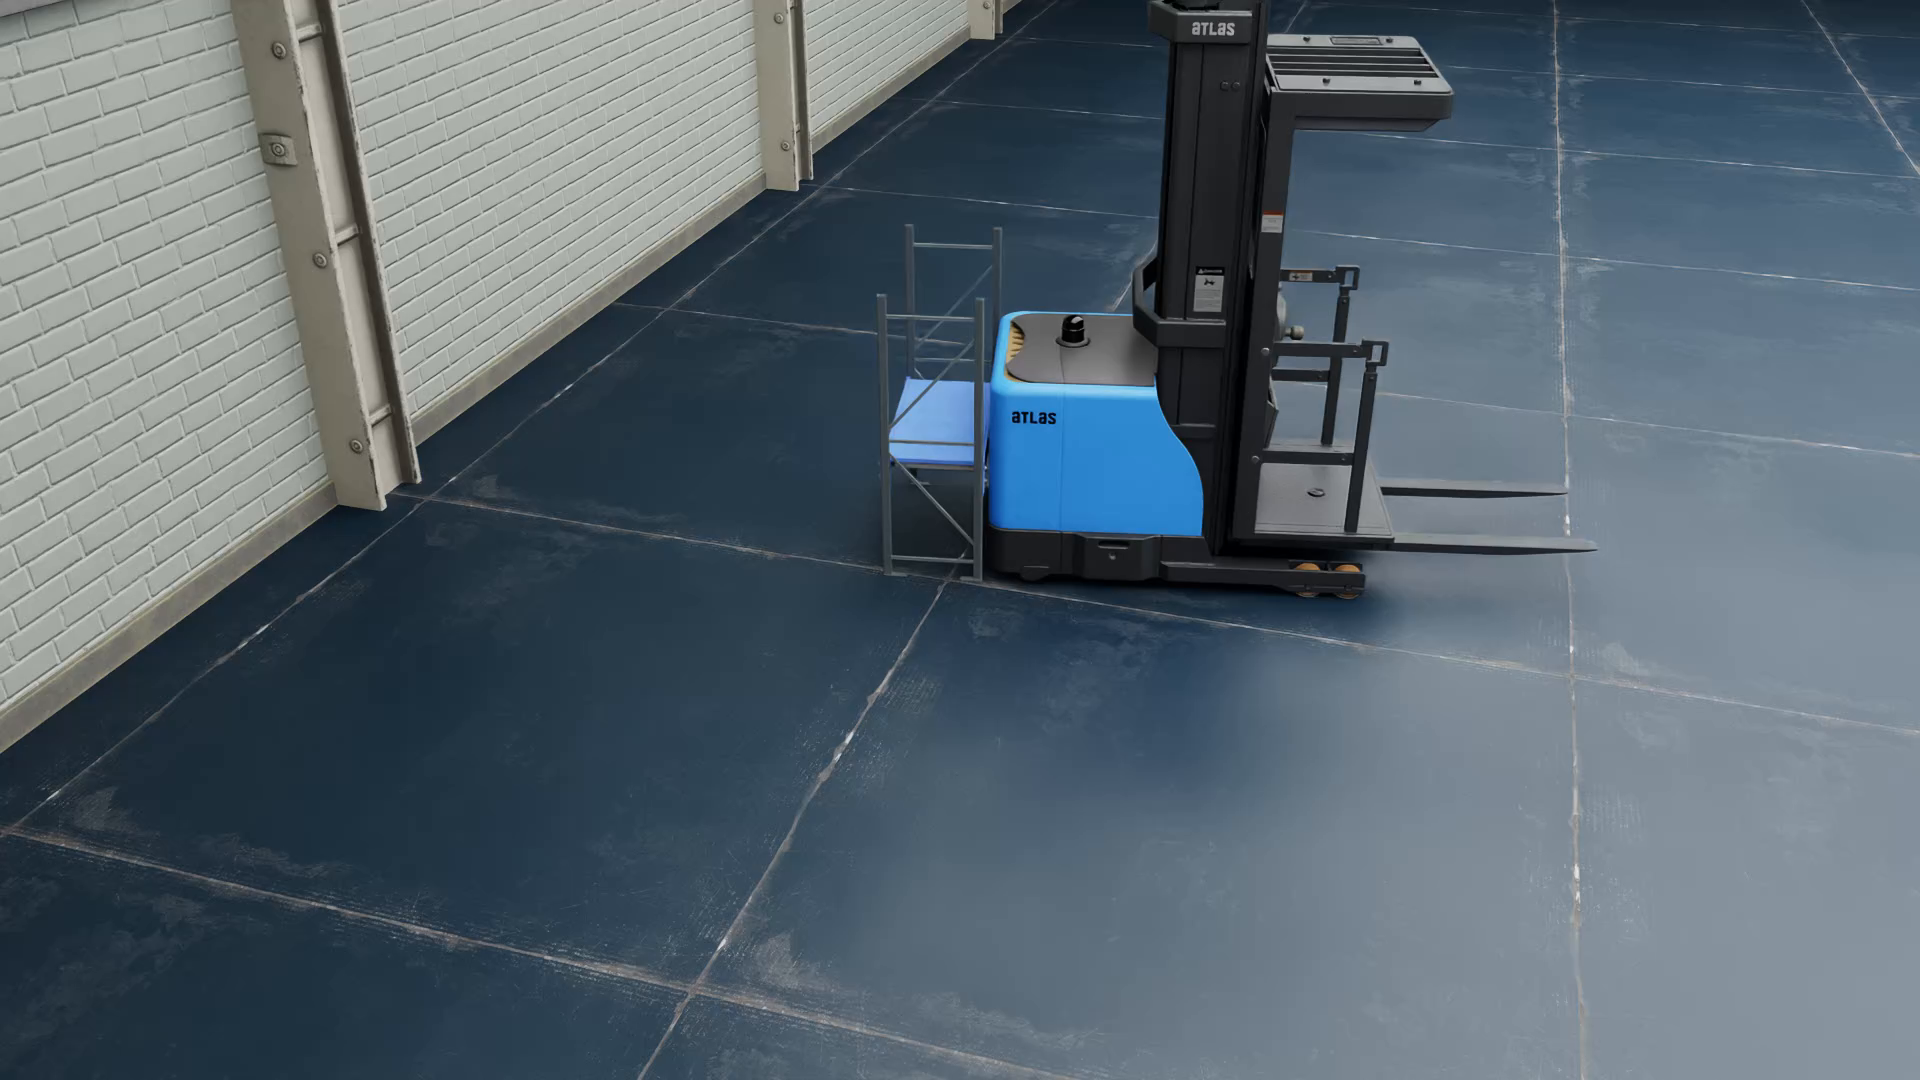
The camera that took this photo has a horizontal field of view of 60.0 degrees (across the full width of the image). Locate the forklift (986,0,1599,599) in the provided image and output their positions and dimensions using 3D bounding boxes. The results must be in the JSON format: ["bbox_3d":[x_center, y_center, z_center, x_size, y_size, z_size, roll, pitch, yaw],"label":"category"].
[{"bbox_3d":[1.672,-1.259,7.999,3.031,2.935,1.130,2,29,4],"label":"forklift"}]

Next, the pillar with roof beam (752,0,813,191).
[{"bbox_3d":[2.644,-6.377,10.957,9.100,9.000,0.400,8,30,15],"label":"pillar with roof beam"}]

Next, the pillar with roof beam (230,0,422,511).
[{"bbox_3d":[0.883,-3.589,5.945,9.100,9.000,0.400,8,30,15],"label":"pillar with roof beam"}]

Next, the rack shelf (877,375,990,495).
[{"bbox_3d":[-0.086,-0.555,8.576,0.538,0.185,1.000,3,29,5],"label":"rack shelf"}]

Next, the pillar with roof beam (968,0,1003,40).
[{"bbox_3d":[4.405,-9.166,15.969,9.100,9.000,0.400,8,30,15],"label":"pillar with roof beam"}]

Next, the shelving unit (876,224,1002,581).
[{"bbox_3d":[-0.086,-0.713,8.488,0.538,1.500,1.048,3,29,5],"label":"shelving unit"}]

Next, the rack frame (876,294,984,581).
[{"bbox_3d":[-0.138,-0.467,8.046,0.500,1.500,0.032,3,29,5],"label":"rack frame"}]

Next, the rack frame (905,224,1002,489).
[{"bbox_3d":[-0.035,-0.959,8.930,0.500,1.500,0.032,3,29,5],"label":"rack frame"}]
